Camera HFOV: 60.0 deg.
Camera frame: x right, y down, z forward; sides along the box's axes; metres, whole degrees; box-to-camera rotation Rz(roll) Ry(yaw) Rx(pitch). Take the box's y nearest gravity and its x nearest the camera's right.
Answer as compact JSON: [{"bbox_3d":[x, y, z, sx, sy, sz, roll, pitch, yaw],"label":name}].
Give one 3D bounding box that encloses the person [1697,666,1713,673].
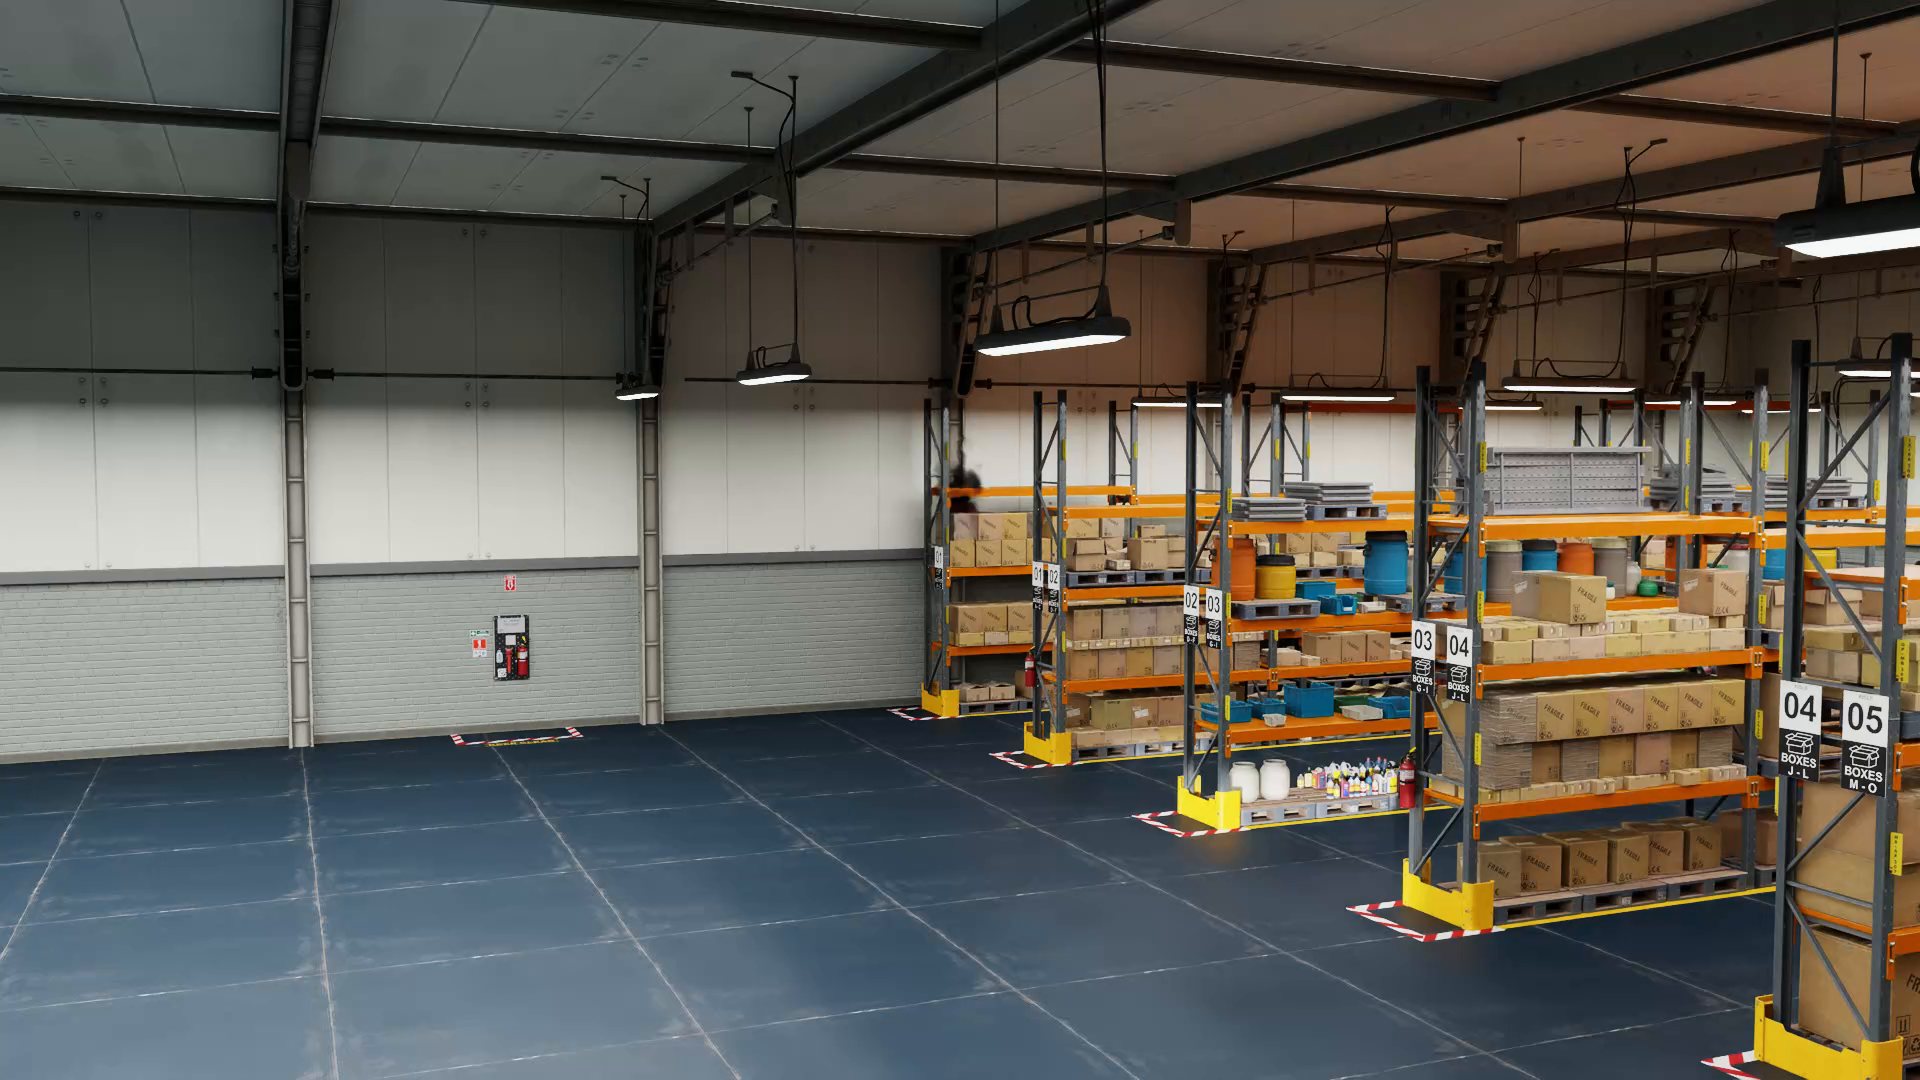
[{"bbox_3d":[13.274,2.545,29.706,0.589,1.736,0.661,-3,4,-37],"label":"person"}]
